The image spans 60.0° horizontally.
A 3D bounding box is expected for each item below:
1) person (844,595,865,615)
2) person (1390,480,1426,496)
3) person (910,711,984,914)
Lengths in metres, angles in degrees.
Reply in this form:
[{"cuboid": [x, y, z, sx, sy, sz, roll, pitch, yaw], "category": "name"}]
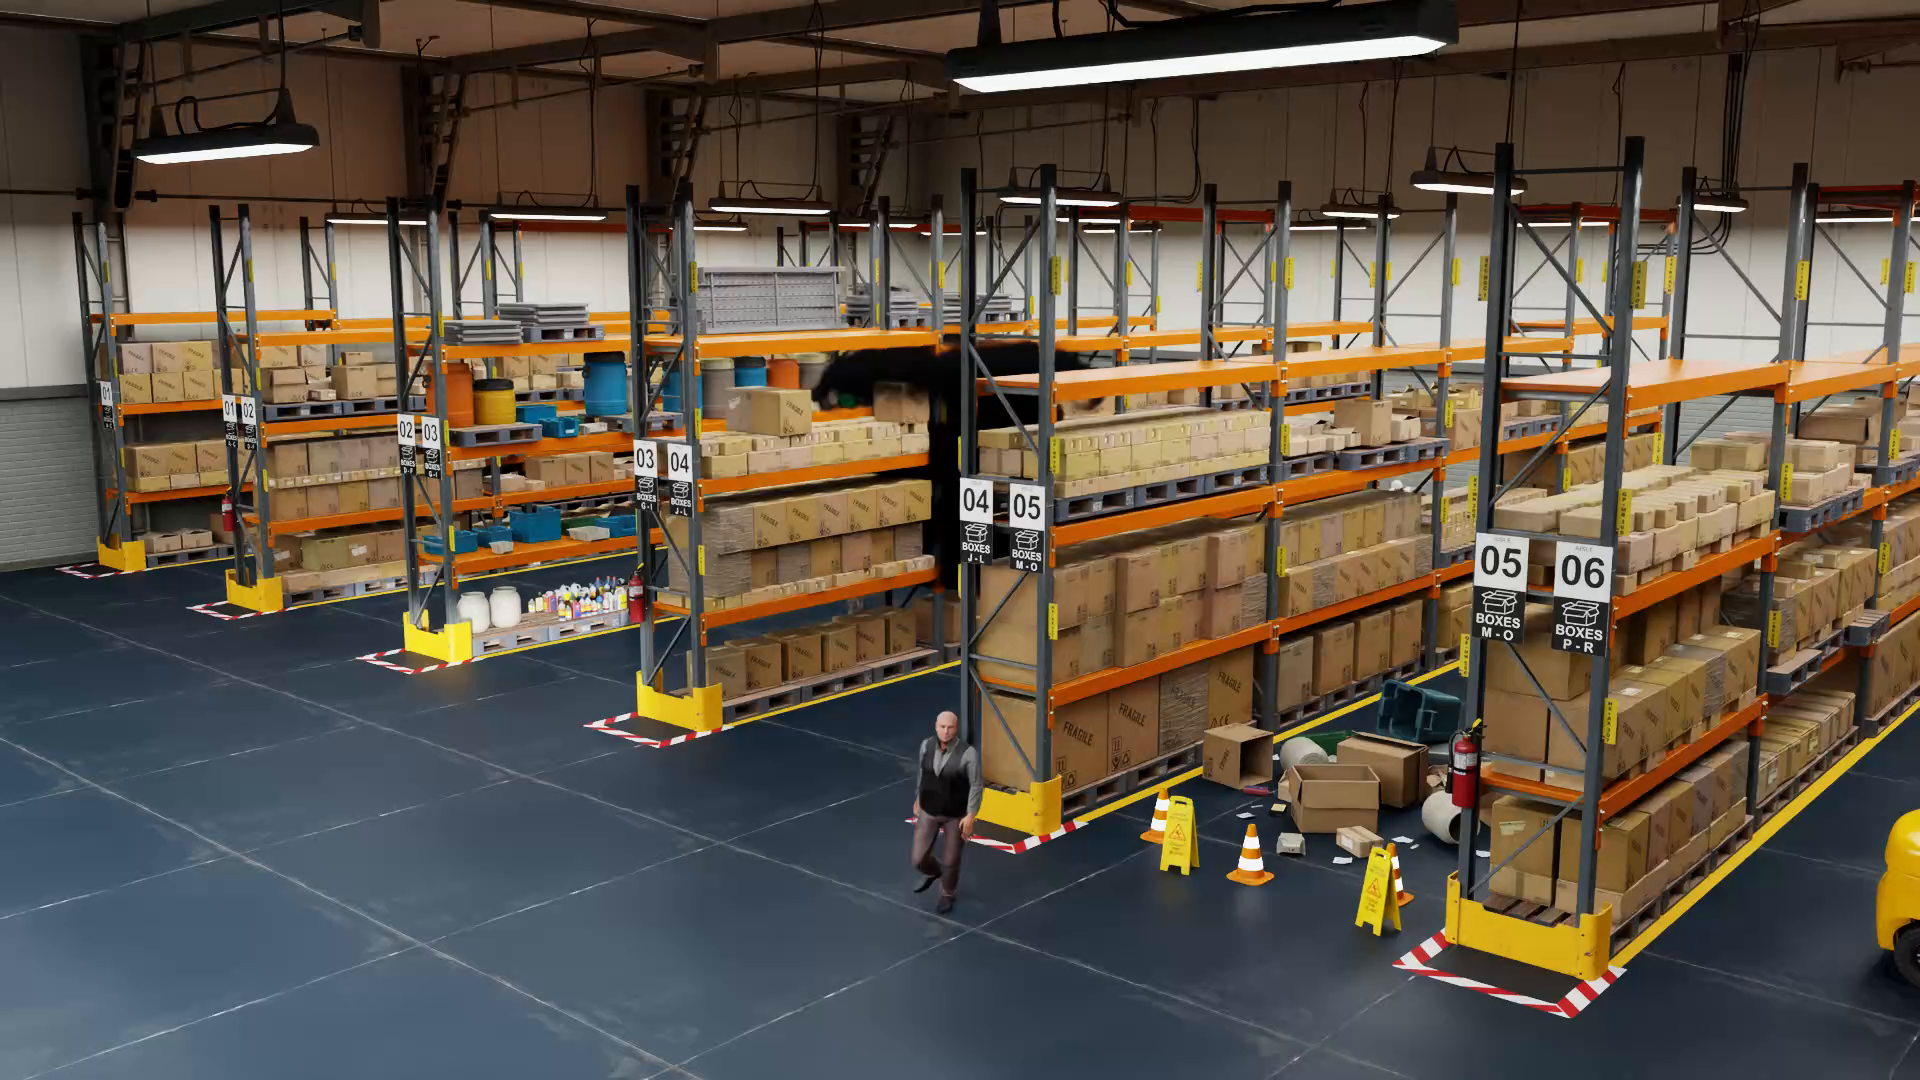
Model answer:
[{"cuboid": [-1.442, 0.368, 23.045, 0.631, 1.651, 0.584, 5, 11, 28], "category": "person"}, {"cuboid": [7.680, -0.338, 28.786, 0.698, 1.488, 0.974, 4, 10, 24], "category": "person"}, {"cuboid": [-0.102, 2.165, 13.218, 0.645, 1.700, 0.566, 3, 10, 16], "category": "person"}]
